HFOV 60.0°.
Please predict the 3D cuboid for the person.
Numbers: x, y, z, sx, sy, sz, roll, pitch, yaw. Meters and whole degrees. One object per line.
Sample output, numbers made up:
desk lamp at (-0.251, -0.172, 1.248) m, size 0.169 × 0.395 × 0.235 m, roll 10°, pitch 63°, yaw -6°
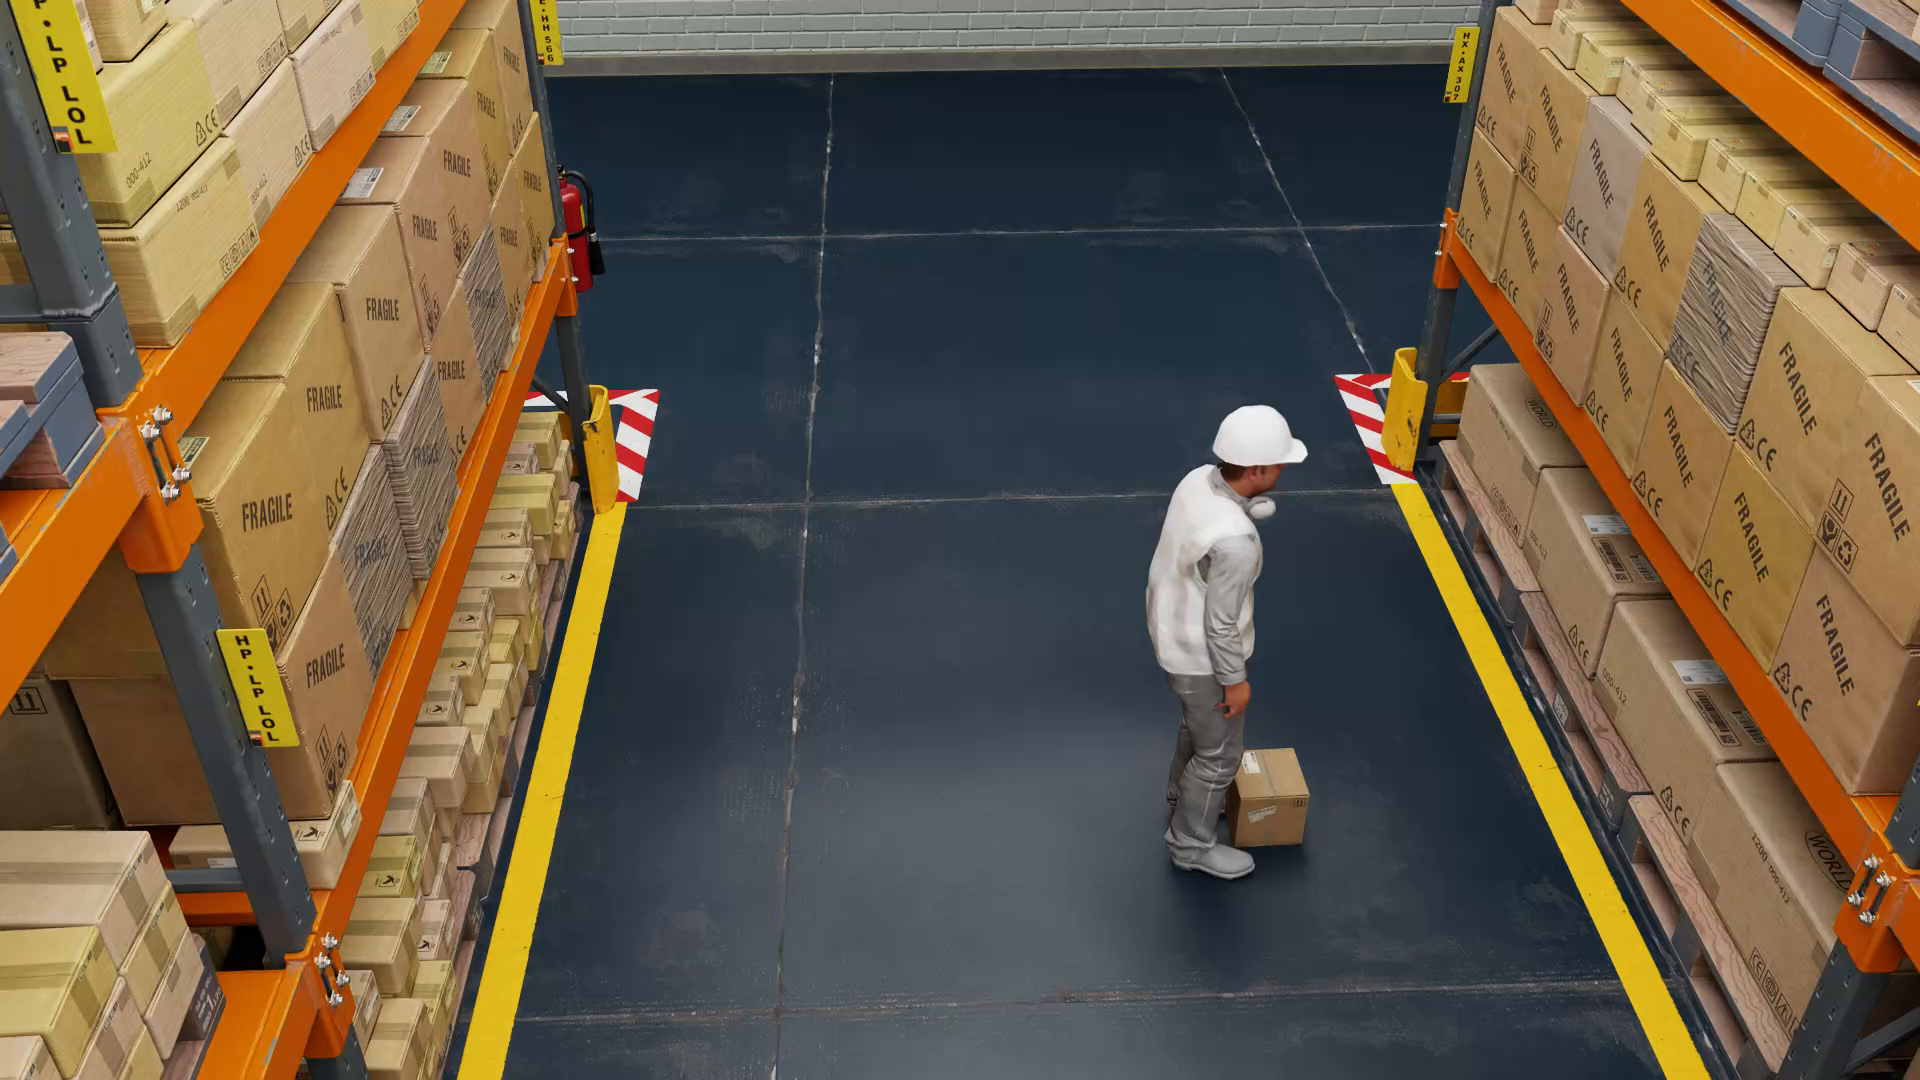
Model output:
person at (0.862, 0.333, 5.646) m, size 0.465 × 1.771 × 0.581 m, roll -2°, pitch 35°, yaw -3°
